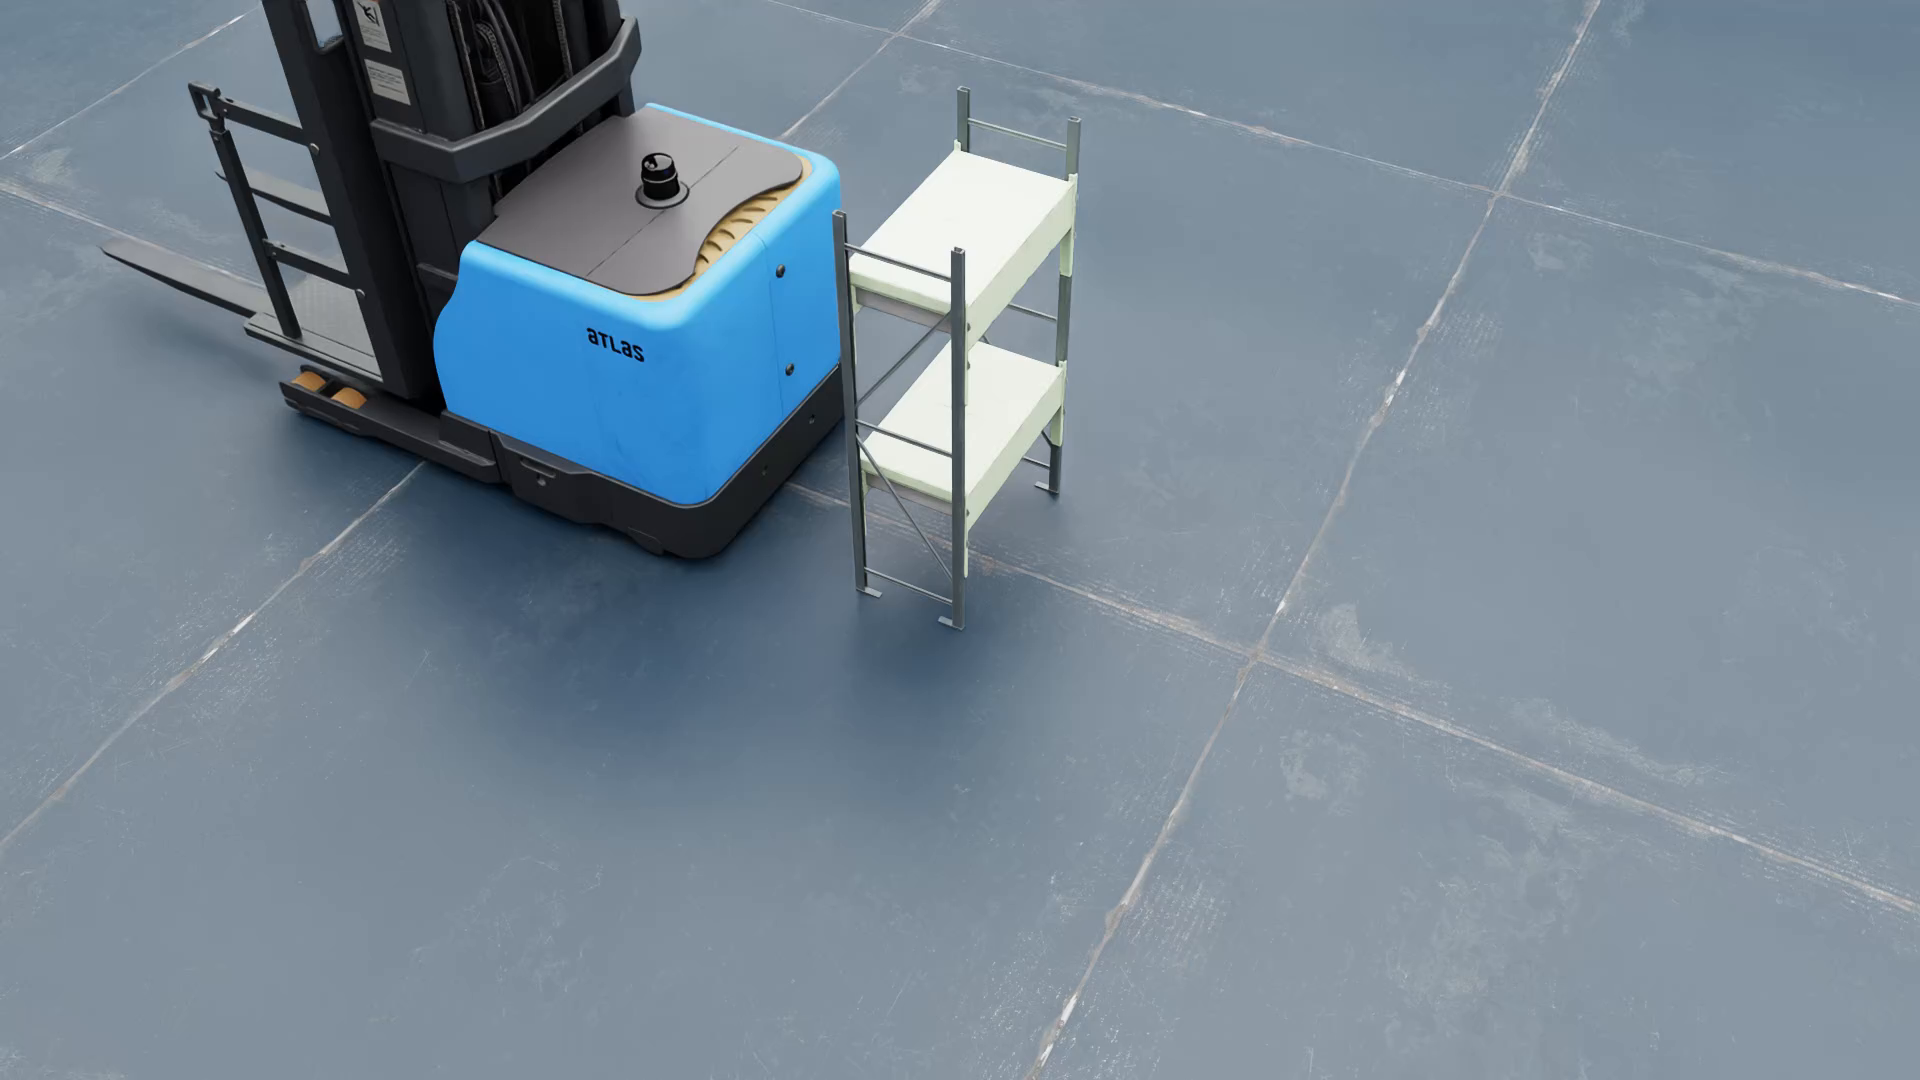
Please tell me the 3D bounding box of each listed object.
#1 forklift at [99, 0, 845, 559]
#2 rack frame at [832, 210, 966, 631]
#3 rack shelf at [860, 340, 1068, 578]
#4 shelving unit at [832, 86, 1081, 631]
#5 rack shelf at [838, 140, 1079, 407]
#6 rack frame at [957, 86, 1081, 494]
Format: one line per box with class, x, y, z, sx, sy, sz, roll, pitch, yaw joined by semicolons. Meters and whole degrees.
forklift;-1.926;-1.732;5.401;3.031;2.935;1.130;21;49;20
rack frame;-0.167;-0.301;4.993;0.400;1.500;0.023;20;49;19
rack shelf;0.003;-0.302;5.453;0.431;0.370;0.720;20;49;19
shelving unit;0.003;-0.531;5.221;0.431;1.500;0.755;20;49;19
rack shelf;0.003;-0.806;4.943;0.431;0.370;0.720;20;49;19
rack frame;0.173;-0.762;5.449;0.400;1.500;0.023;20;49;19
